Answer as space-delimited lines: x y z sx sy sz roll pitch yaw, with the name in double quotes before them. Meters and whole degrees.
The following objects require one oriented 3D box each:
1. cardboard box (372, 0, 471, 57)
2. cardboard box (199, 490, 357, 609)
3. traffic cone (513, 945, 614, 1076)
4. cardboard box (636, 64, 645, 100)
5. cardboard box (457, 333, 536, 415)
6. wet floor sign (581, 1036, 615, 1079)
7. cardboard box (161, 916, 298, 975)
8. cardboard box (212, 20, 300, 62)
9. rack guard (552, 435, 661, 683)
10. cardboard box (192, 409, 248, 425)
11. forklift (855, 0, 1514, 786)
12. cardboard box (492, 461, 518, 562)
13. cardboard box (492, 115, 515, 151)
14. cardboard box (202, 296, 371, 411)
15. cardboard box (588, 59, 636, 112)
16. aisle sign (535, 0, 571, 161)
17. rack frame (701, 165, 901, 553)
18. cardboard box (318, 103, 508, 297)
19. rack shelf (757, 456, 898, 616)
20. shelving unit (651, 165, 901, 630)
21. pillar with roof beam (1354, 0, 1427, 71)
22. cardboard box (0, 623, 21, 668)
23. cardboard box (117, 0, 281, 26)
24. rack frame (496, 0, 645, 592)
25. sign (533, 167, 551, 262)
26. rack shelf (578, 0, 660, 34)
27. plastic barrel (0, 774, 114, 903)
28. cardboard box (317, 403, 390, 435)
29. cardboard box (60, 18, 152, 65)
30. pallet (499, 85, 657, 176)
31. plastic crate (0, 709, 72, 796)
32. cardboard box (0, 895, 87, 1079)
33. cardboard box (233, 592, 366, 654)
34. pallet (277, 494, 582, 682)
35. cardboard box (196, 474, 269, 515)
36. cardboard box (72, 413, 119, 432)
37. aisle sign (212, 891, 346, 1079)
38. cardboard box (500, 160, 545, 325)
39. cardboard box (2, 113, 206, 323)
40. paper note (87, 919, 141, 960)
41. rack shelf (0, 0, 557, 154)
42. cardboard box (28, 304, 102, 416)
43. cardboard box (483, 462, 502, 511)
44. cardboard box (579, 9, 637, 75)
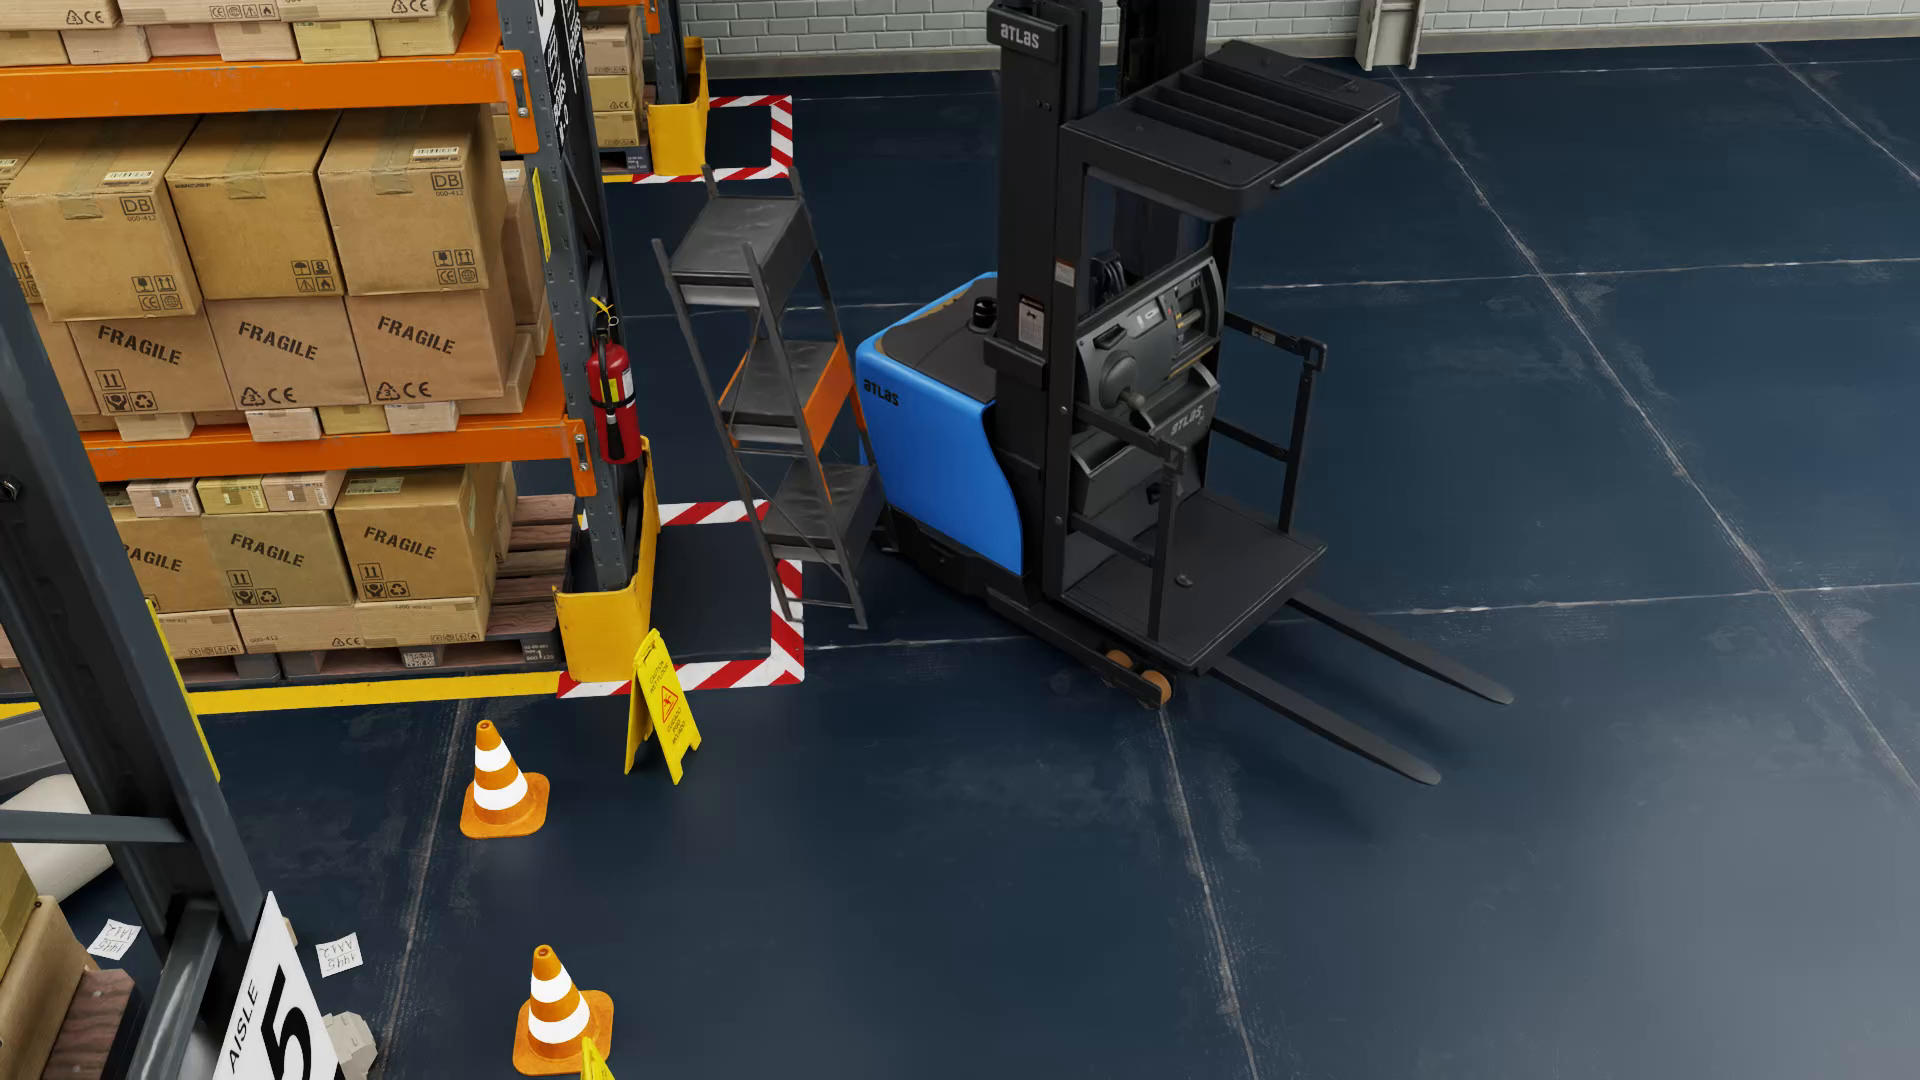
"cardboard box" -1.850 -1.809 5.725 0.250 0.149 0.380 -3 38 -4
"cardboard box" -2.814 -0.067 7.010 0.500 0.500 0.500 -2 38 -2
"traffic cone" -1.396 1.559 5.722 0.334 0.463 0.336 -3 38 -4
"cardboard box" -2.469 -3.164 11.541 0.500 0.250 0.500 -3 38 -4
"cardboard box" -1.873 -0.671 6.704 0.250 0.149 0.380 -2 38 -2
"wet floor sign" -1.127 1.827 5.235 0.232 0.644 0.267 -9 39 -12
"cardboard box" -2.645 1.515 6.032 0.250 0.149 0.380 16 41 19
"cardboard box" -2.363 -1.782 5.690 0.250 0.149 0.380 -2 38 -3
"rack guard" -1.595 0.063 7.588 0.348 0.500 1.175 -3 38 -4
"cardboard box" -2.894 -0.628 6.649 0.250 0.149 0.380 -3 38 -3
"forklift" 0.947 -0.794 6.713 3.031 2.935 1.130 29 47 32
"cardboard box" -2.347 -0.134 7.701 0.500 0.250 0.500 -3 38 -4
"cardboard box" -2.899 -2.828 11.115 0.500 0.250 0.500 -3 38 -4
"cardboard box" -2.535 -0.854 6.412 0.500 0.500 0.500 -3 38 -4
"cardboard box" -2.420 -3.047 10.989 0.500 0.250 0.500 -4 38 -5
"aisle sign" -1.432 -1.767 5.792 0.004 0.787 0.394 -3 38 -4
"rack frame" -0.642 -0.700 7.124 0.400 2.100 0.015 5 47 18
"cardboard box" -2.009 -1.308 6.180 0.500 0.500 0.700 -4 38 -5
"rack shelf" -0.592 -0.026 7.460 0.431 0.518 0.480 5 47 18
"shelving unit" -0.709 -0.527 6.965 0.431 2.100 0.503 5 47 18
"pillar with roof beam" 3.622 -4.531 6.549 0.400 9.000 9.100 -3 38 -4
"cardboard box" -3.833 0.279 7.178 0.500 0.250 0.500 -4 38 -5
"cardboard box" -2.507 -1.945 5.575 0.500 0.250 0.500 -4 38 -5
"rack frame" -1.519 -0.922 6.819 0.127 3.000 1.000 -3 38 -4
"sign" -1.490 -1.157 5.927 0.005 0.325 0.100 -3 38 -4
"rack shelf" -3.955 -3.593 10.784 4.000 0.370 1.077 -3 38 -4
"plastic barrel" -3.442 1.136 6.290 0.421 0.421 0.512 23 44 27
"cardboard box" -2.372 -0.588 6.598 0.250 0.149 0.380 -4 38 -5
"cardboard box" -2.865 -1.766 5.670 0.250 0.149 0.380 -3 38 -4
"pallet" -2.721 -2.822 11.478 1.213 0.211 1.003 -3 38 -4
"plastic crate" -3.867 0.863 6.914 0.583 0.080 0.402 -16 41 -19
"cardboard box" -1.350 0.664 2.170 0.250 0.149 0.380 -3 38 -4
"cardboard box" -2.817 0.226 7.245 0.500 0.250 0.500 -3 38 -4
"pallet" -2.407 0.199 7.649 1.213 0.211 1.003 -3 38 -4
"cardboard box" -2.904 -0.279 6.755 0.250 0.149 0.380 -3 38 -3
"cardboard box" -3.397 -0.599 6.613 0.250 0.149 0.380 -3 38 -4
"aisle sign" -0.936 0.917 2.390 0.004 0.787 0.394 -3 38 -4
"cardboard box" -2.016 -1.224 6.880 0.500 0.500 0.500 -4 38 -5
"cardboard box" -3.012 -1.194 6.035 0.500 0.500 0.700 -4 38 -5
"paper note" -3.144 1.482 6.179 0.142 0.019 0.148 9 39 12
"rack shelf" -3.511 -1.708 5.974 4.000 0.370 1.077 -3 38 -4
"cardboard box" -3.540 -0.813 6.359 0.500 0.500 0.500 -3 38 -3
"cardboard box" -2.371 -0.427 7.467 0.500 0.500 0.500 -4 38 -5
"cardboard box" -2.394 -3.245 10.837 0.500 0.250 0.500 -2 38 -2
